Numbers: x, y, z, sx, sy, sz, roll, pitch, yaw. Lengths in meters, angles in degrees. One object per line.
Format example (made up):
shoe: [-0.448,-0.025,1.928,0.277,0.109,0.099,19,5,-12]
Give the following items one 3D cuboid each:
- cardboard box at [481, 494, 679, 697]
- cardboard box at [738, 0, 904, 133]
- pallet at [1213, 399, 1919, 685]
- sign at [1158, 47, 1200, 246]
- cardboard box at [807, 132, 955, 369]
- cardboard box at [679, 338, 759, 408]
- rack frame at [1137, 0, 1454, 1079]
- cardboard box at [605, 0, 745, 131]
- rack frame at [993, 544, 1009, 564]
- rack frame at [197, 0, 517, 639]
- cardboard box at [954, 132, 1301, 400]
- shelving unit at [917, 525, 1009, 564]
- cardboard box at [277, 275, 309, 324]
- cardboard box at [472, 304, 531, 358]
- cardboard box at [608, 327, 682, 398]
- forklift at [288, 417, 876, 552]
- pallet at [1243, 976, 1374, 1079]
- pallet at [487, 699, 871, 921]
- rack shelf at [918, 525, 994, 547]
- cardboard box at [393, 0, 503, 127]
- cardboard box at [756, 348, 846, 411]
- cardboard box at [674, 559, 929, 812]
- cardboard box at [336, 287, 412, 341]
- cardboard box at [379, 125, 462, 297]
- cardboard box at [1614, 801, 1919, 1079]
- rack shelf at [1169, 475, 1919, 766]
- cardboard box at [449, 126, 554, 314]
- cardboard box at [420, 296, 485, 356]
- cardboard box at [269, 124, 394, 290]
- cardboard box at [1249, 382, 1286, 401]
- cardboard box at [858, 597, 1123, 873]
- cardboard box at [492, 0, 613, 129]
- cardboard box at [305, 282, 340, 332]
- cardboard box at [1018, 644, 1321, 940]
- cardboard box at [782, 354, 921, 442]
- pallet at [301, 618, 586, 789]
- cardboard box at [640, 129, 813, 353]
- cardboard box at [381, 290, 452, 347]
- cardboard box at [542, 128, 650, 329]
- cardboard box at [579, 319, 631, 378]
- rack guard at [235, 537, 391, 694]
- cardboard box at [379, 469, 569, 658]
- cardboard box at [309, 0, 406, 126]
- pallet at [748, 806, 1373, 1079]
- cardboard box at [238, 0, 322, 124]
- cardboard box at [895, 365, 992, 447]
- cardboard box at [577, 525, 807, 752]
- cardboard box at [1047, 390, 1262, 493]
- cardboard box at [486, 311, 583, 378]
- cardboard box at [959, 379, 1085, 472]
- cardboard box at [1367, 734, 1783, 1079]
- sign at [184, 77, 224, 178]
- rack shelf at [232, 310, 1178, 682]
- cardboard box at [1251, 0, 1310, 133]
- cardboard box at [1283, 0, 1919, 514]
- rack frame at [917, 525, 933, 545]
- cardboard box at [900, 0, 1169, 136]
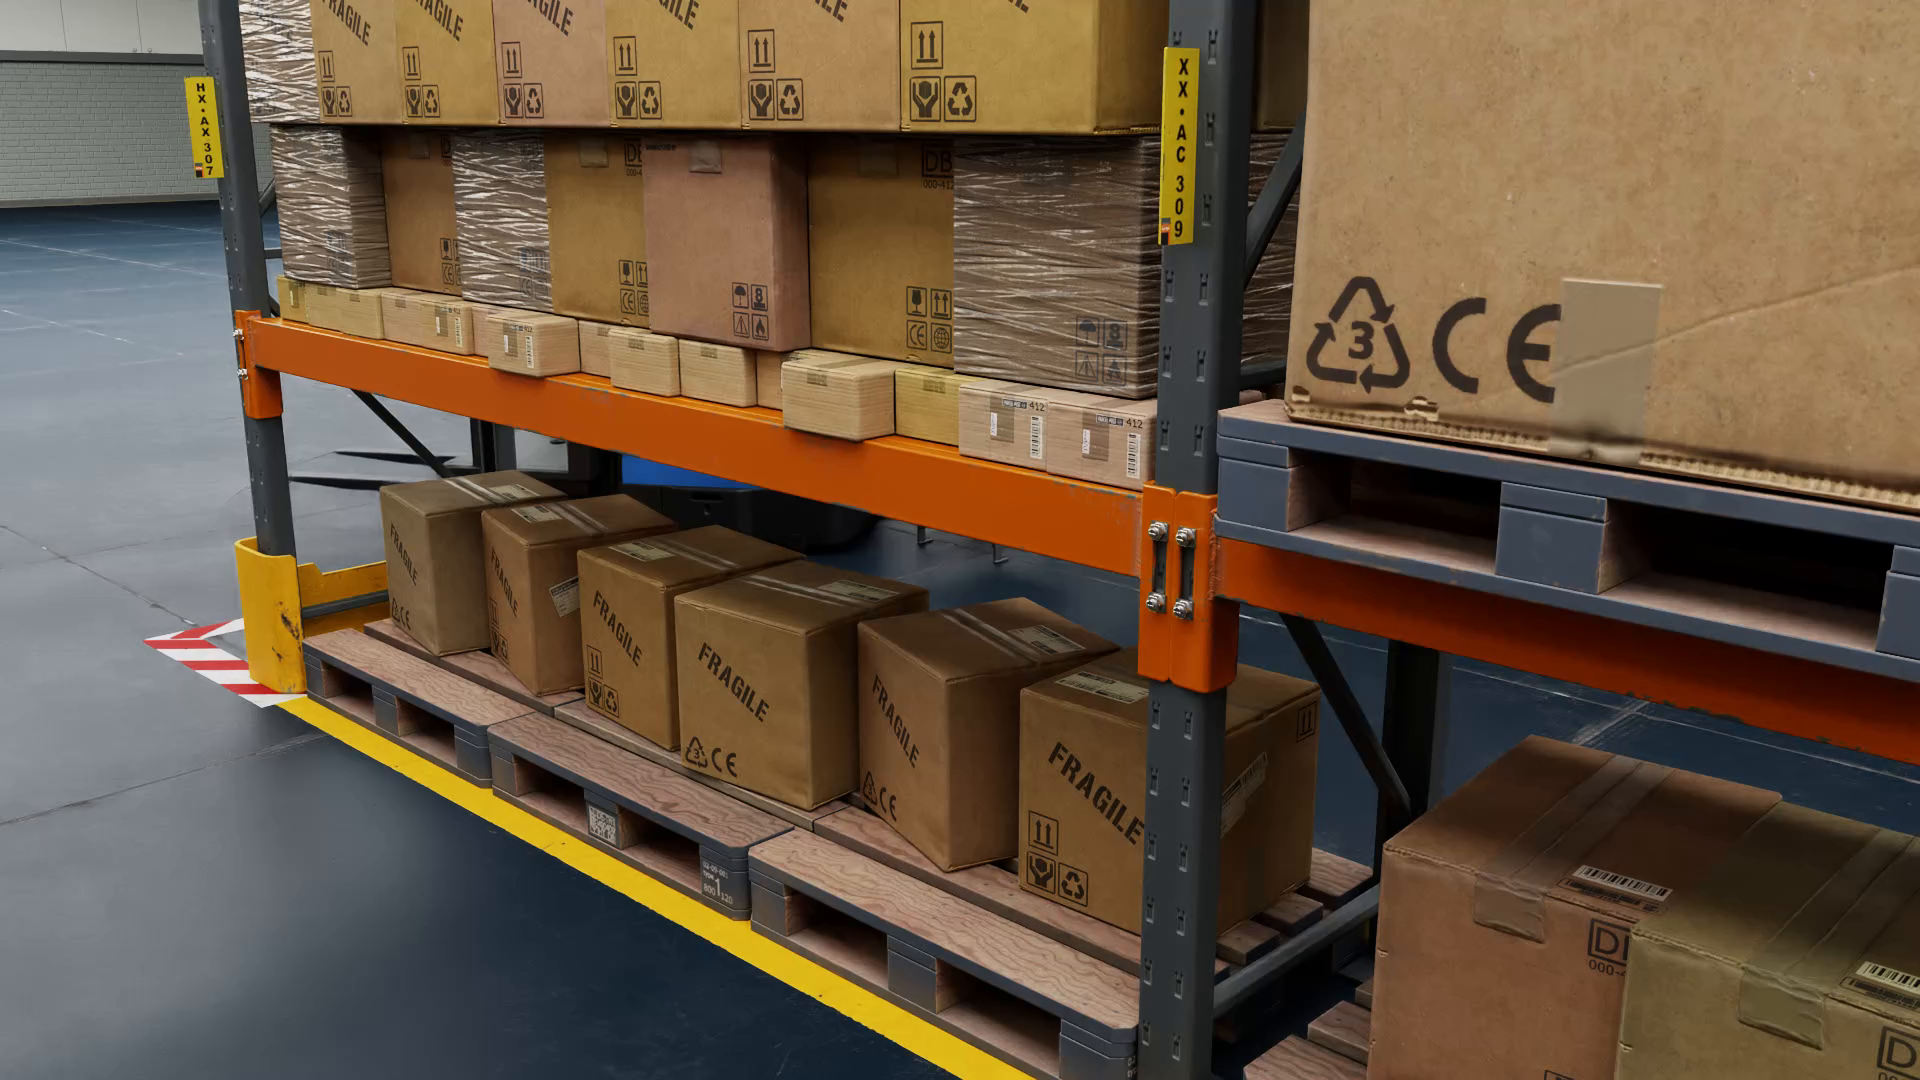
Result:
cardboard box: [-1.241,0.166,5.470,0.500,0.500,0.500,-9,17,-30]
cardboard box: [-0.129,-1.143,3.600,0.500,0.500,0.500,14,20,42]
pallet: [1.196,-0.098,2.740,1.213,0.211,1.003,14,20,42]
sign: [0.376,-0.670,2.838,0.005,0.325,0.100,14,20,42]
cardboard box: [0.130,-0.727,3.986,0.500,0.500,0.875,14,20,42]
cardboard box: [-0.477,-0.442,4.176,0.250,0.149,0.380,14,20,42]
rack frame: [0.747,-0.351,3.330,0.127,3.000,1.000,14,20,42]
cardboard box: [-0.488,-1.231,3.936,0.500,0.500,0.500,14,20,42]
rack frame: [0.295,-0.944,7.392,0.015,2.100,0.400,14,20,42]
rack frame: [-2.133,-1.051,6.017,0.127,3.000,1.000,14,20,42]
cardboard box: [0.466,-0.633,3.626,0.500,0.500,0.875,14,20,42]
shelving unit: [0.119,-0.987,7.556,0.503,2.100,0.431,14,20,42]
cardboard box: [-2.093,-0.836,5.691,0.250,0.149,0.380,14,20,42]
cardboard box: [-1.189,-0.619,4.856,0.250,0.149,0.380,14,20,42]
cardboard box: [-0.682,-0.479,4.319,0.250,0.149,0.380,14,20,42]
forklift: [-1.906,-1.529,7.986,3.031,2.935,1.130,3,15,11]
pallet: [1.308,1.134,3.160,1.213,0.211,1.003,14,20,42]
pallet: [-0.644,0.674,4.928,1.213,0.211,1.003,14,20,42]
rack shelf: [0.119,-0.297,7.736,0.480,0.518,0.431,14,20,42]
cardboard box: [-1.210,-1.406,4.606,0.500,0.500,0.500,14,20,42]
cardboard box: [-0.269,-0.405,4.036,0.250,0.149,0.380,14,20,42]
cardboard box: [-0.432,0.385,4.631,0.500,0.500,0.500,11,18,37]
cardboard box: [-1.757,-0.743,5.332,0.250,0.149,0.380,14,20,42]
cardboard box: [-1.313,-1.076,5.326,0.500,0.500,0.875,14,20,42]
cardboard box: [1.504,0.844,2.829,0.500,0.500,0.700,14,20,42]
rack shelf: [2.187,0.347,2.078,4.000,0.370,1.077,14,20,42]
cardboard box: [-0.983,-0.981,4.960,0.500,0.500,0.875,14,20,42]
cardboard box: [-1.387,-0.658,5.005,0.250,0.149,0.380,14,20,42]
cardboard box: [-1.756,-1.142,5.578,0.500,0.500,0.875,14,20,42]
cardboard box: [0.801,-0.322,3.716,0.250,0.149,0.380,14,20,42]
cardboard box: [0.069,0.479,4.268,0.500,0.500,0.500,-8,16,-27]
cardboard box: [-0.846,-1.319,4.274,0.500,0.500,0.500,14,20,42]
cardboard box: [-1.926,-0.789,5.510,0.250,0.149,0.380,14,20,42]
cardboard box: [0.487,0.578,3.889,0.500,0.500,0.500,13,19,41]
cardboard box: [-0.181,-0.337,3.776,0.250,0.149,0.380,14,20,42]
pallet: [-1.518,0.460,5.747,1.213,0.211,1.003,14,20,42]
cardboard box: [-0.300,-0.796,4.252,0.500,0.500,0.875,14,20,42]
cardboard box: [-1.562,-0.703,5.178,0.250,0.149,0.380,14,20,42]
cardboard box: [-0.631,-0.891,4.616,0.500,0.500,0.875,14,20,42]
cardboard box: [-0.808,-0.537,4.541,0.250,0.149,0.380,14,20,42]
rack guard: [-2.078,0.172,6.281,0.348,0.500,1.175,14,20,42]
cardboard box: [-1.695,0.068,5.848,0.500,0.500,0.500,-10,18,-34]
cardboard box: [-1.571,-1.493,4.941,0.500,0.500,0.500,14,20,42]
pallet: [0.239,0.887,4.108,1.213,0.211,1.003,14,20,42]
cardboard box: [-1.926,-1.582,5.282,0.500,0.500,0.500,14,20,42]
cardboard box: [0.076,-0.314,3.686,0.250,0.149,0.380,14,20,42]
cardboard box: [-0.803,0.279,5.037,0.500,0.500,0.500,-12,19,-39]
cardboard box: [0.388,-0.214,3.302,0.250,0.149,0.380,14,20,42]
cardboard box: [-1.081,-0.556,4.616,0.250,0.149,0.380,14,20,42]
cardboard box: [0.215,-0.259,3.476,0.250,0.149,0.380,14,20,42]
cardboard box: [1.174,0.757,3.163,0.500,0.500,0.700,12,19,38]
sign: [-2.509,-1.371,5.530,0.005,0.325,0.100,14,20,42]
rack shelf: [-0.693,-0.353,4.764,4.000,0.370,1.077,14,20,42]
cardboard box: [0.599,-1.152,3.633,0.500,0.500,0.500,14,20,42]
cardboard box: [1.222,-0.680,2.571,1.000,1.000,1.000,14,20,43]
rack frame: [-0.056,-1.030,7.720,0.015,2.100,0.400,14,20,42]
cardboard box: [0.232,-1.056,3.265,0.500,0.500,0.500,14,20,42]
